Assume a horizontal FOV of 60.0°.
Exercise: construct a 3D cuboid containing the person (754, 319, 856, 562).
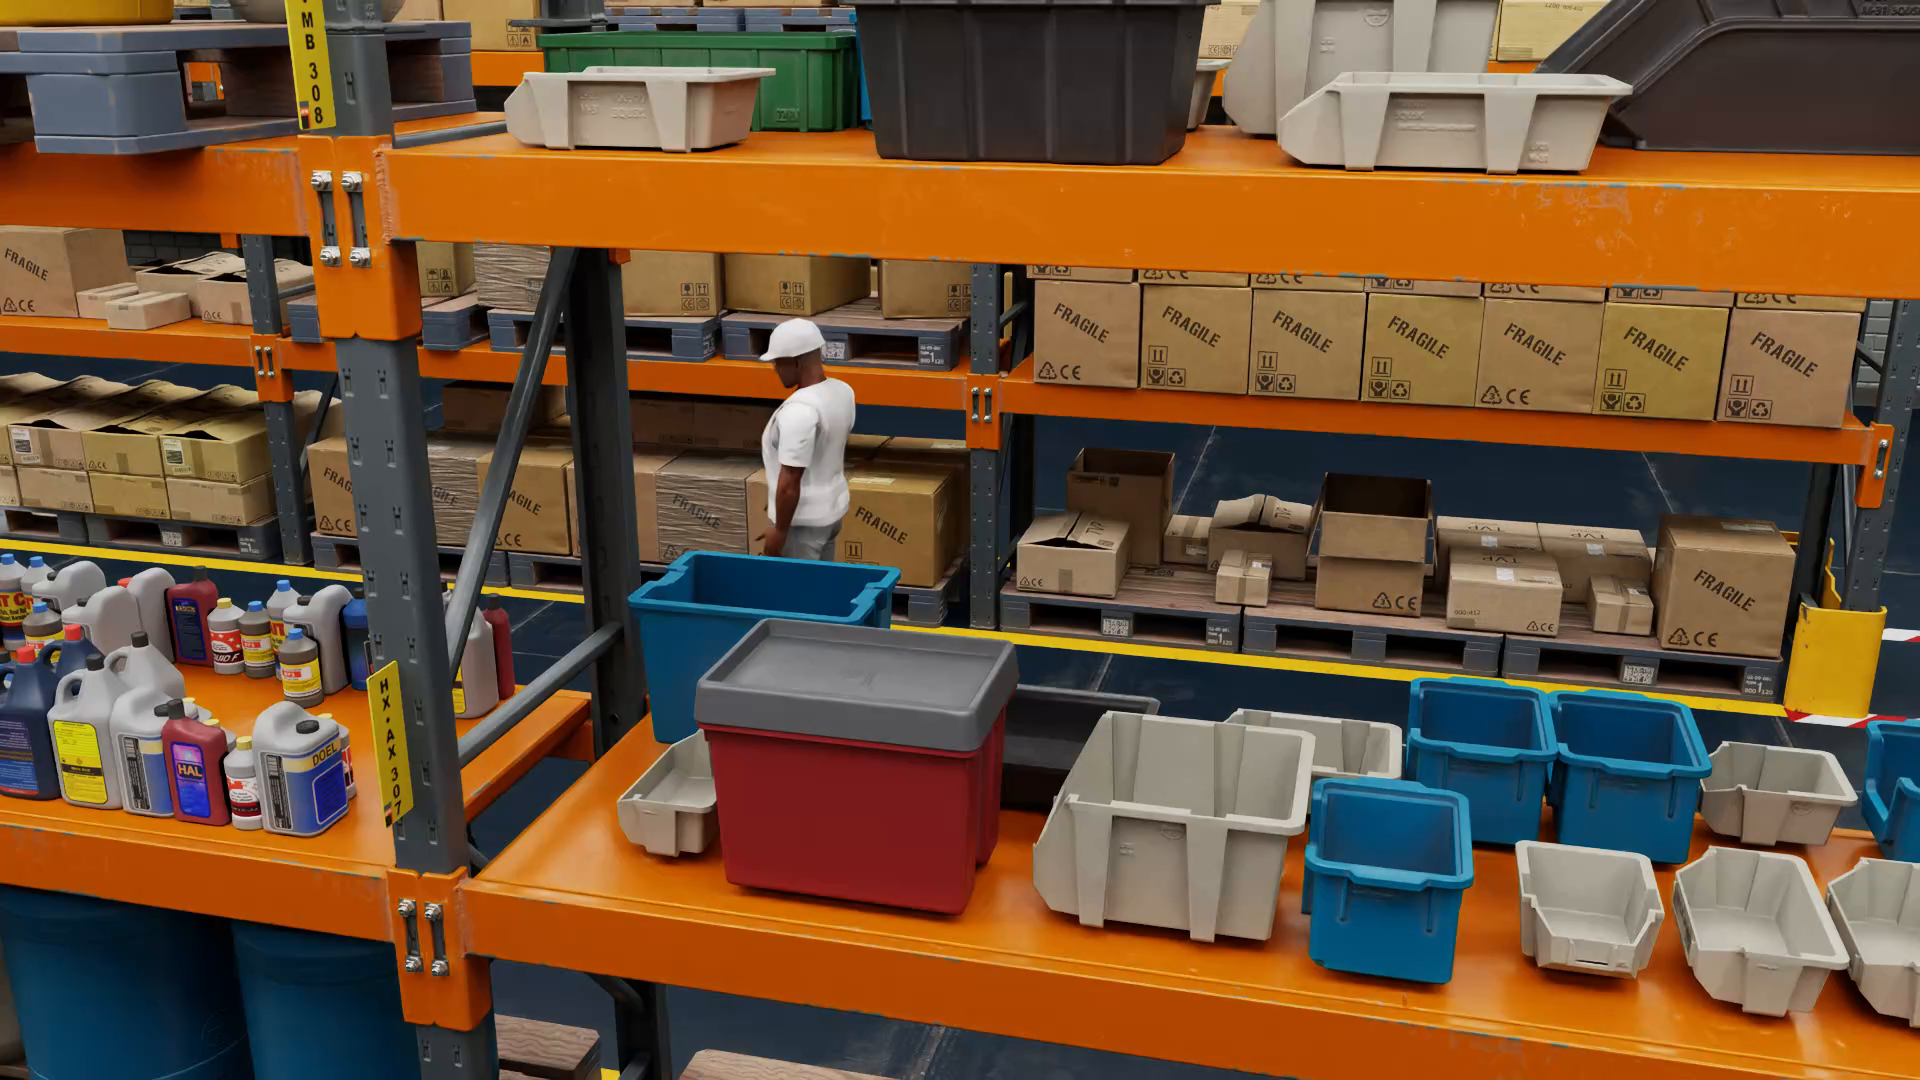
[{"bbox_3d":[-0.678,-0.103,7.338,0.367,1.760,0.568,5,19,16],"label":"person"}]
